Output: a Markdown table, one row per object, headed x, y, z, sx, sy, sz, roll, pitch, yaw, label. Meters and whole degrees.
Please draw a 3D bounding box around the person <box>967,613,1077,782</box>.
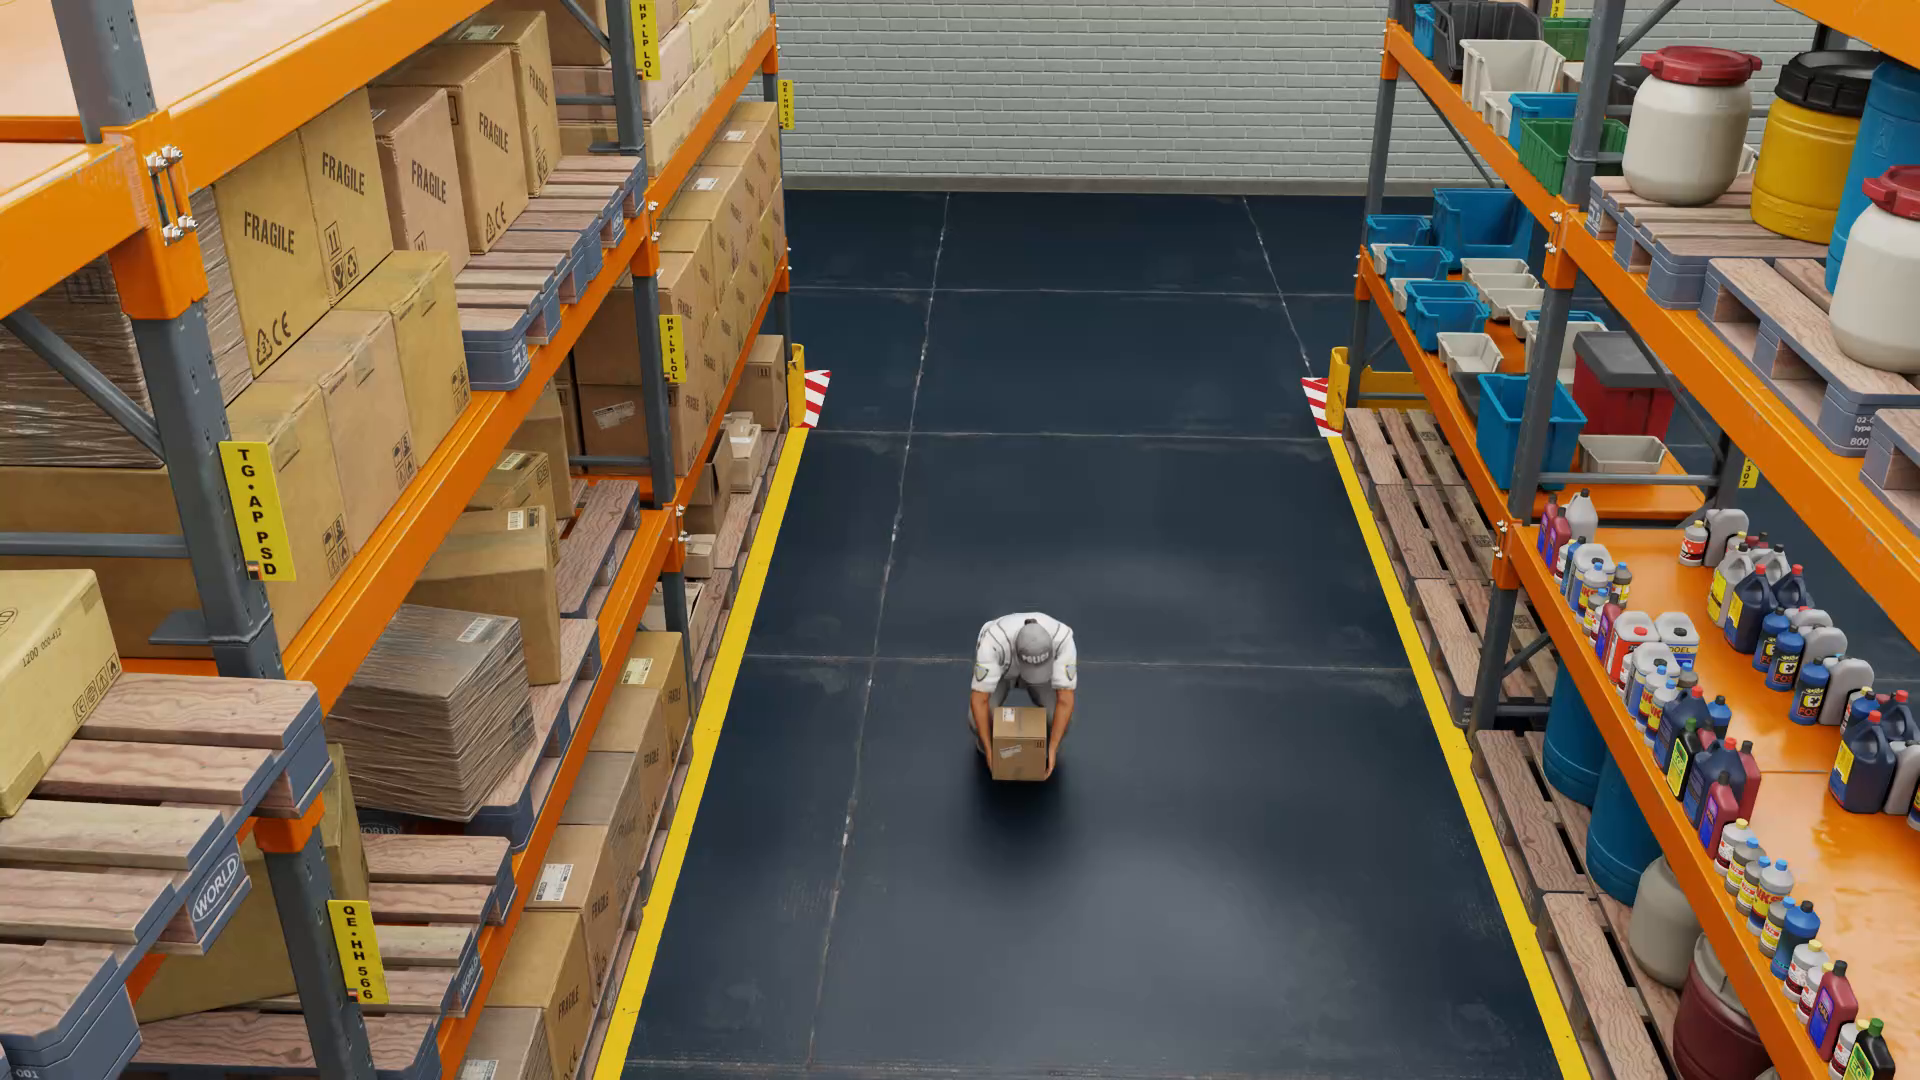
| x | y | z | sx | sy | sz | roll | pitch | yaw | label |
| --- | --- | --- | --- | --- | --- | --- | --- | --- | --- |
| 0.300 | 0.682 | 8.138 | 0.527 | 0.930 | 0.861 | 1 | 28 | 2 | person |
